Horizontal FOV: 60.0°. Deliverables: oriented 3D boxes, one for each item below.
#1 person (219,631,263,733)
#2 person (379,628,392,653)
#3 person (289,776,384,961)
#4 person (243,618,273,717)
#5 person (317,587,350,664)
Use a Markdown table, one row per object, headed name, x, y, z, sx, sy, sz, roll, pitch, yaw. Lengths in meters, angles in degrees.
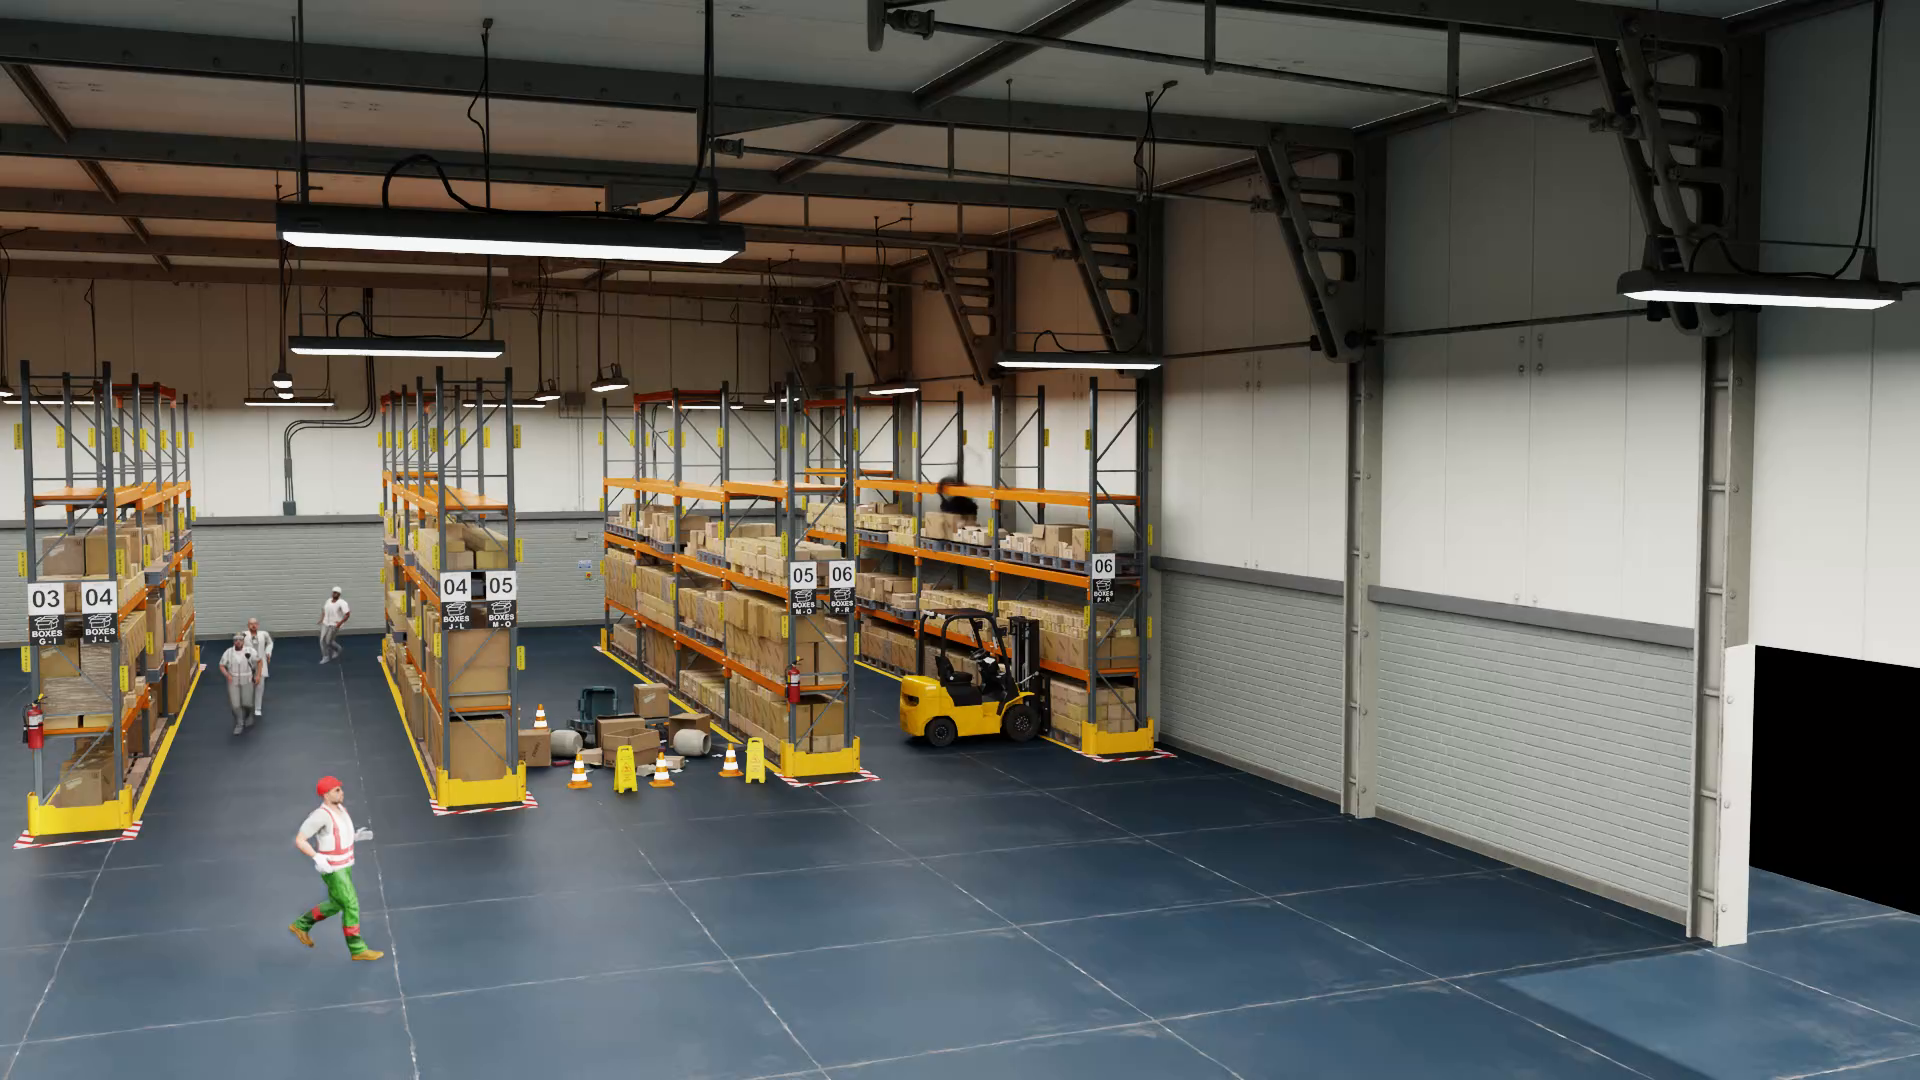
| name | x | y | z | sx | sy | sz | roll | pitch | yaw |
| --- | --- | --- | --- | --- | --- | --- | --- | --- | --- |
| person | -12.302 | 2.427 | 28.462 | 0.689 | 1.747 | 0.624 | -1 | 4 | -21 |
| person | -13.200 | 1.835 | 38.937 | 0.779 | 1.638 | 0.669 | -1 | 4 | -19 |
| person | -6.012 | 3.143 | 15.951 | 0.967 | 1.768 | 0.667 | 0 | 3 | 3 |
| person | -12.863 | 2.300 | 30.314 | 0.709 | 1.762 | 0.945 | -2 | 4 | -30 |
| person | -14.081 | 1.911 | 37.313 | 0.759 | 1.722 | 0.612 | 1 | 4 | 20 |
